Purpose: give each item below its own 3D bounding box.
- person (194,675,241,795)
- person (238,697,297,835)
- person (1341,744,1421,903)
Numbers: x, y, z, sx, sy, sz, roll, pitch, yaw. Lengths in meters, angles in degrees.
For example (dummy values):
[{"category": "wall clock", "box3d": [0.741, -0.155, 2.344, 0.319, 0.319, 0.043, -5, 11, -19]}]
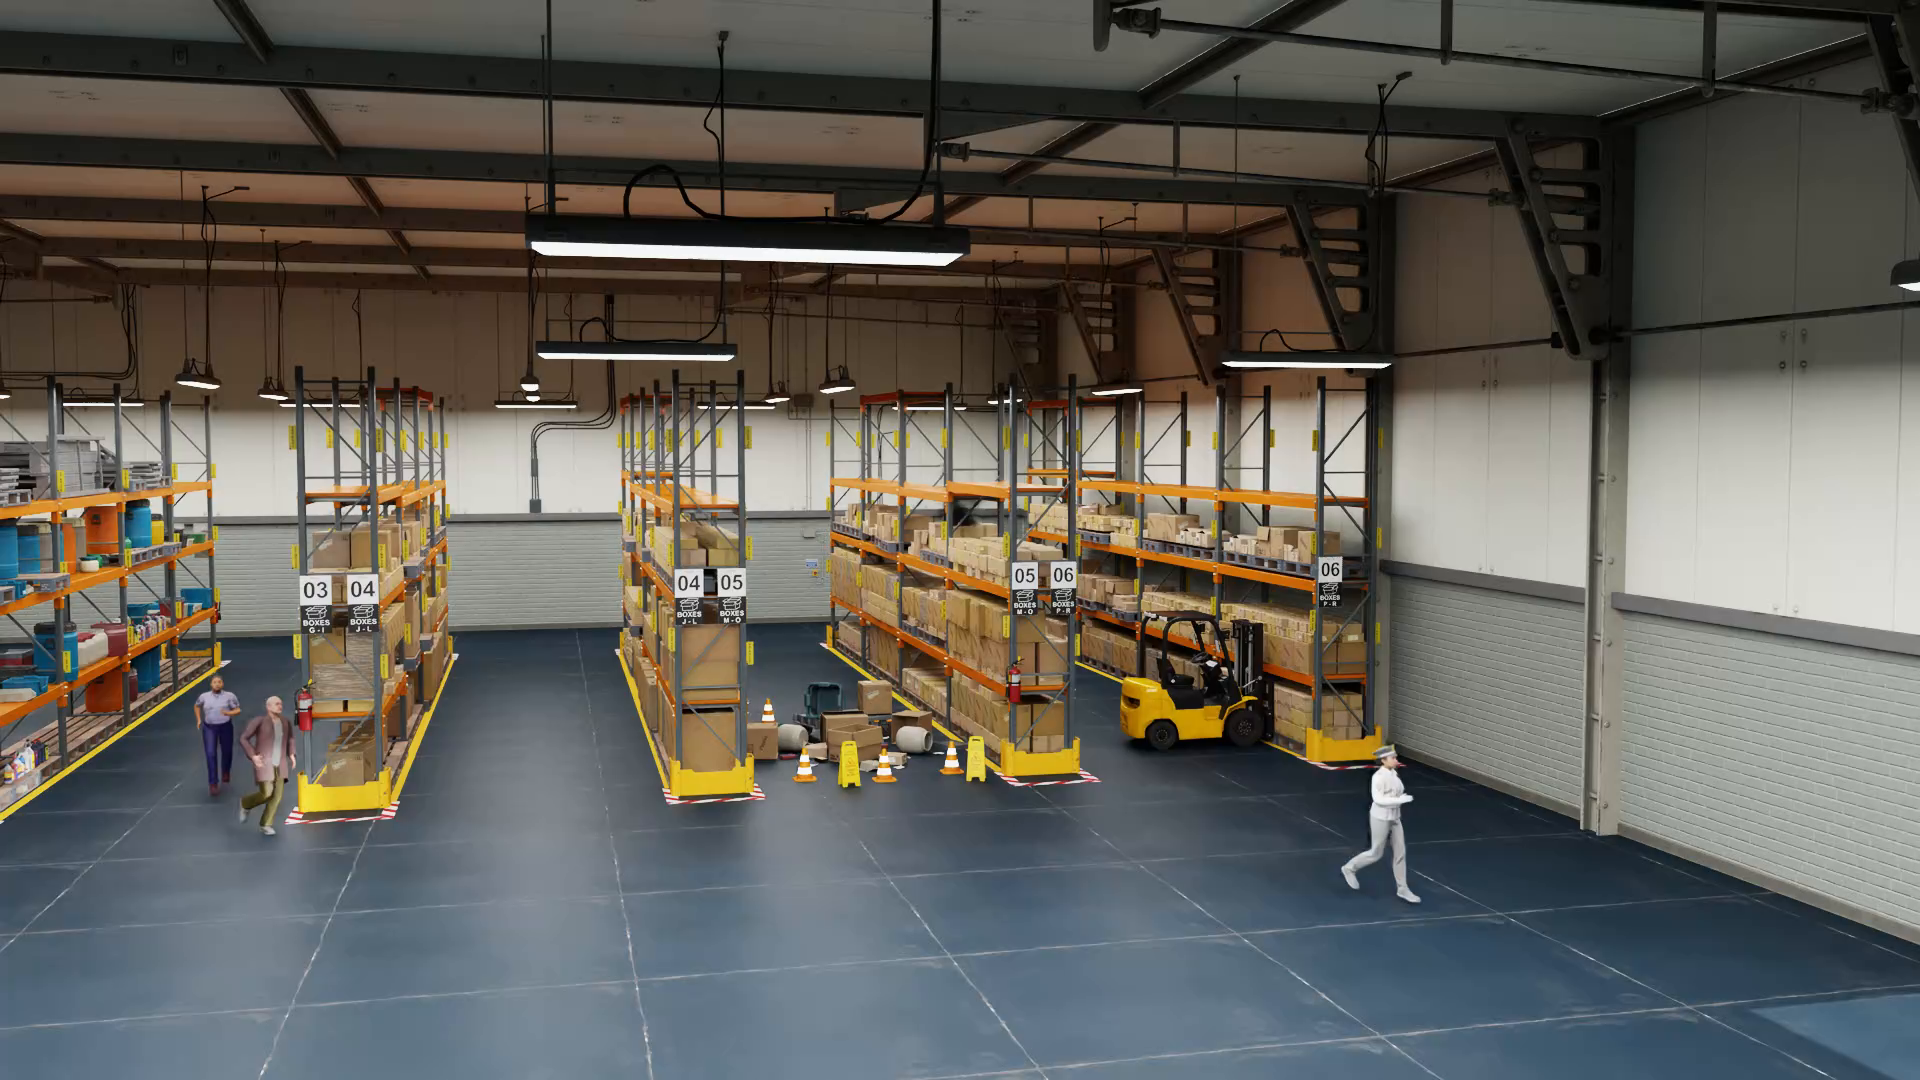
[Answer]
[{"category": "person", "box3d": [-10.595, 2.743, 23.752, 0.603, 1.643, 0.921, -2, 4, -26]}, {"category": "person", "box3d": [-8.844, 2.870, 21.380, 0.759, 1.704, 0.761, 2, 4, 36]}, {"category": "person", "box3d": [4.641, 3.048, 18.176, 0.899, 1.687, 0.457, 3, 4, 40]}]
